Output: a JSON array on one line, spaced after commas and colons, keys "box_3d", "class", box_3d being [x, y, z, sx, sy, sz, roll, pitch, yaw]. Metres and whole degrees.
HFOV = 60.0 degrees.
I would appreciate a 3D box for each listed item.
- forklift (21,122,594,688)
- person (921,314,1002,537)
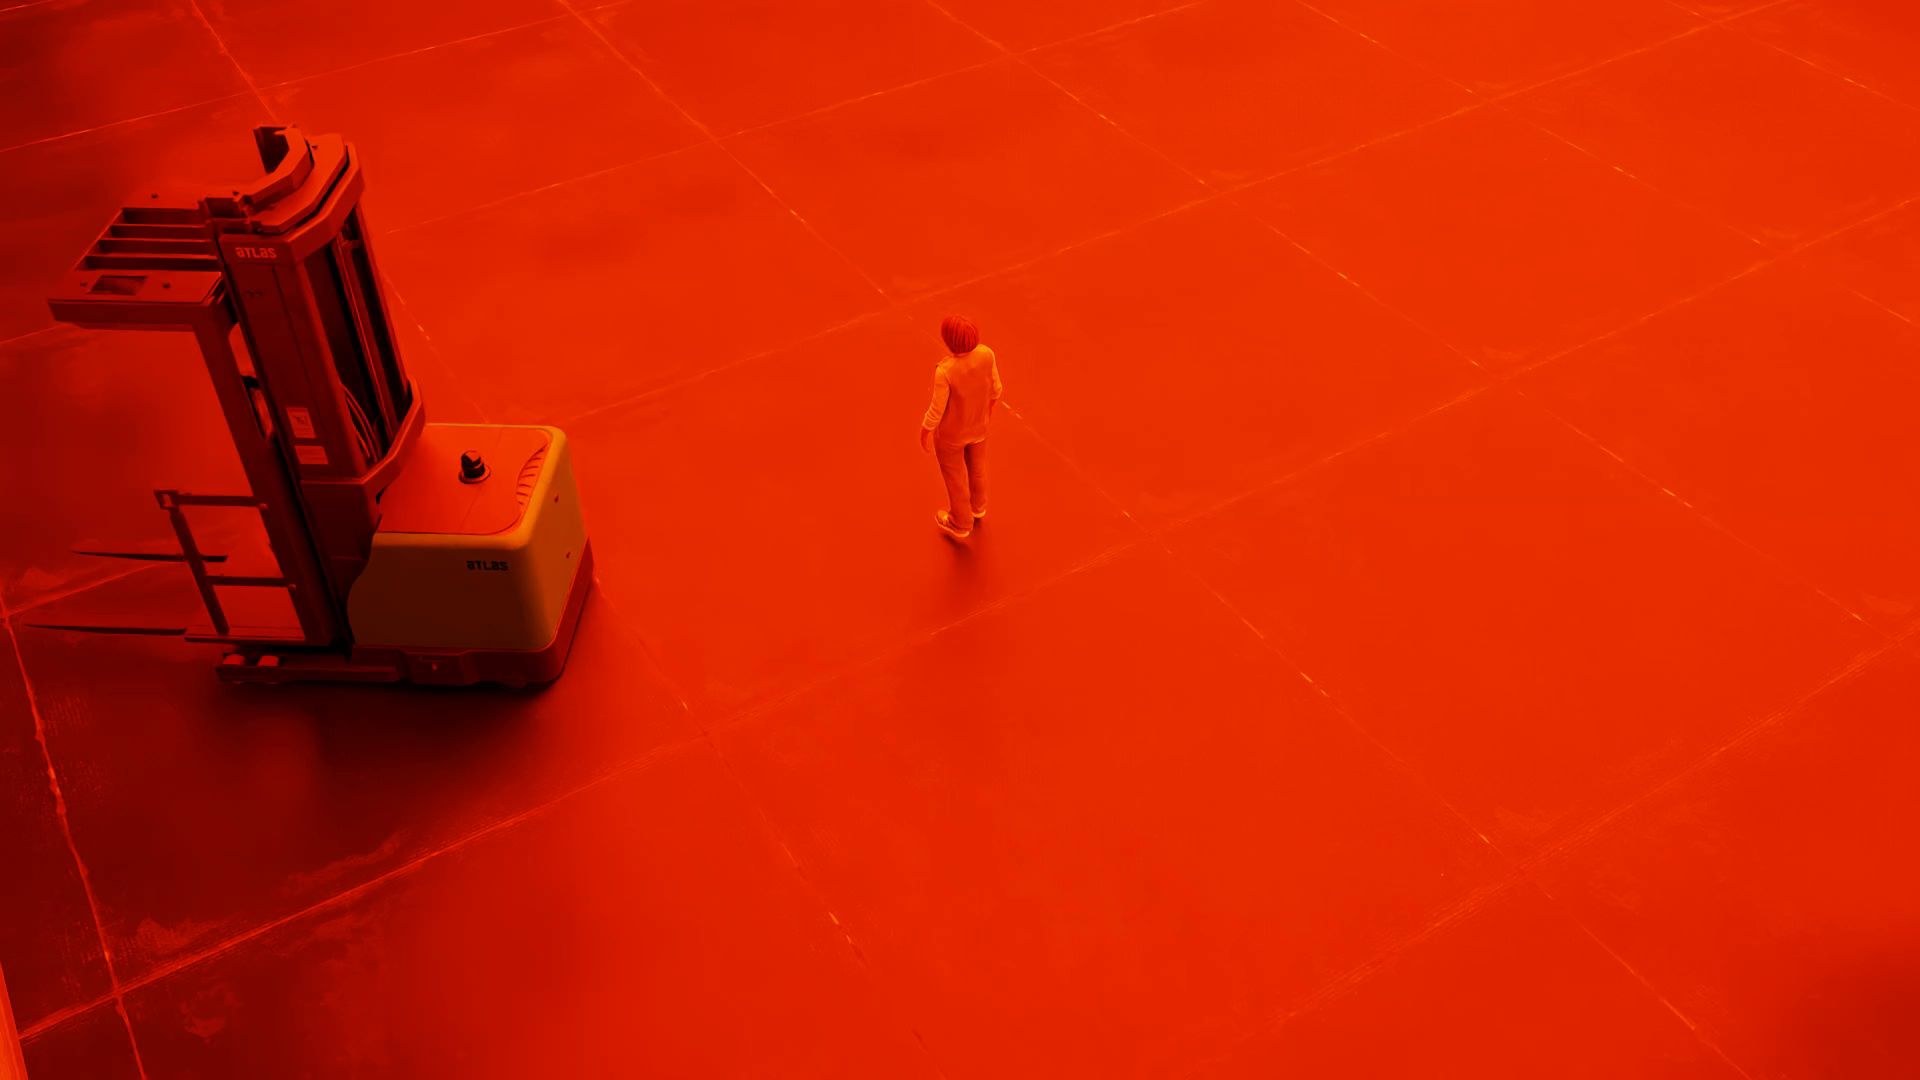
[{"box_3d": [-3.691, -0.652, 8.618, 3.031, 2.935, 1.130, 2, 41, 2], "class": "forklift"}, {"box_3d": [-0.027, -0.683, 9.594, 0.520, 1.597, 0.475, -23, 46, -24], "class": "person"}]
